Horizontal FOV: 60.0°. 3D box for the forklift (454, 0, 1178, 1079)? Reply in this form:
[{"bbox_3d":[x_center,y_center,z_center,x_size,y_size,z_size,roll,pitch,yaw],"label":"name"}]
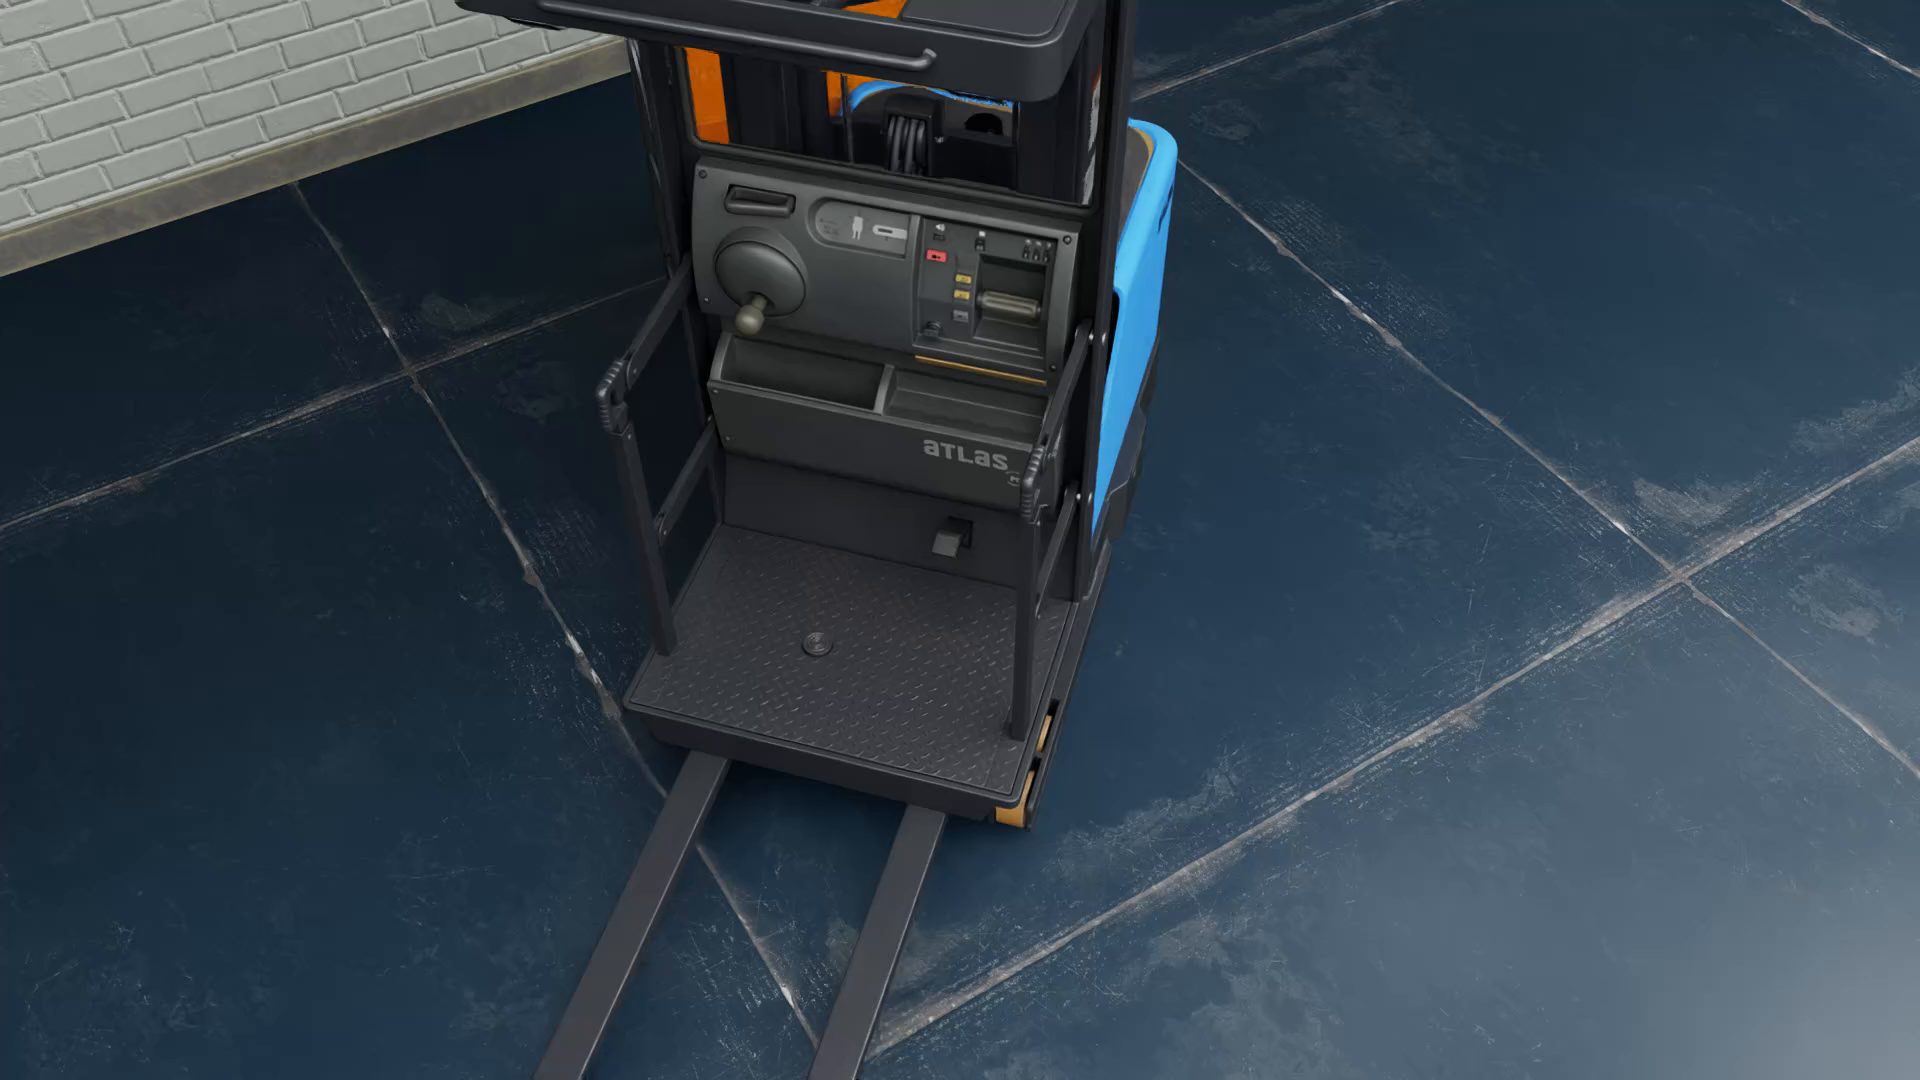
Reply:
[{"bbox_3d":[-0.245,-0.529,3.758,1.130,2.935,3.031,12,49,11],"label":"forklift"}]

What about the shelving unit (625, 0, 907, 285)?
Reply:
[{"bbox_3d":[-0.499,-1.270,5.628,1.048,1.125,0.538,-14,50,-12],"label":"shelving unit"}]

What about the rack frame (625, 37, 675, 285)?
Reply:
[{"bbox_3d":[-0.980,-1.147,5.518,0.032,1.125,0.500,-14,50,-12],"label":"rack frame"}]

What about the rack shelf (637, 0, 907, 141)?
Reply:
[{"bbox_3d":[-0.499,-1.465,5.410,1.000,0.278,0.538,-14,50,-12],"label":"rack shelf"}]

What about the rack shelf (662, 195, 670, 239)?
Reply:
[{"bbox_3d":[-0.499,-1.108,5.811,1.000,0.278,0.538,-14,50,-12],"label":"rack shelf"}]
